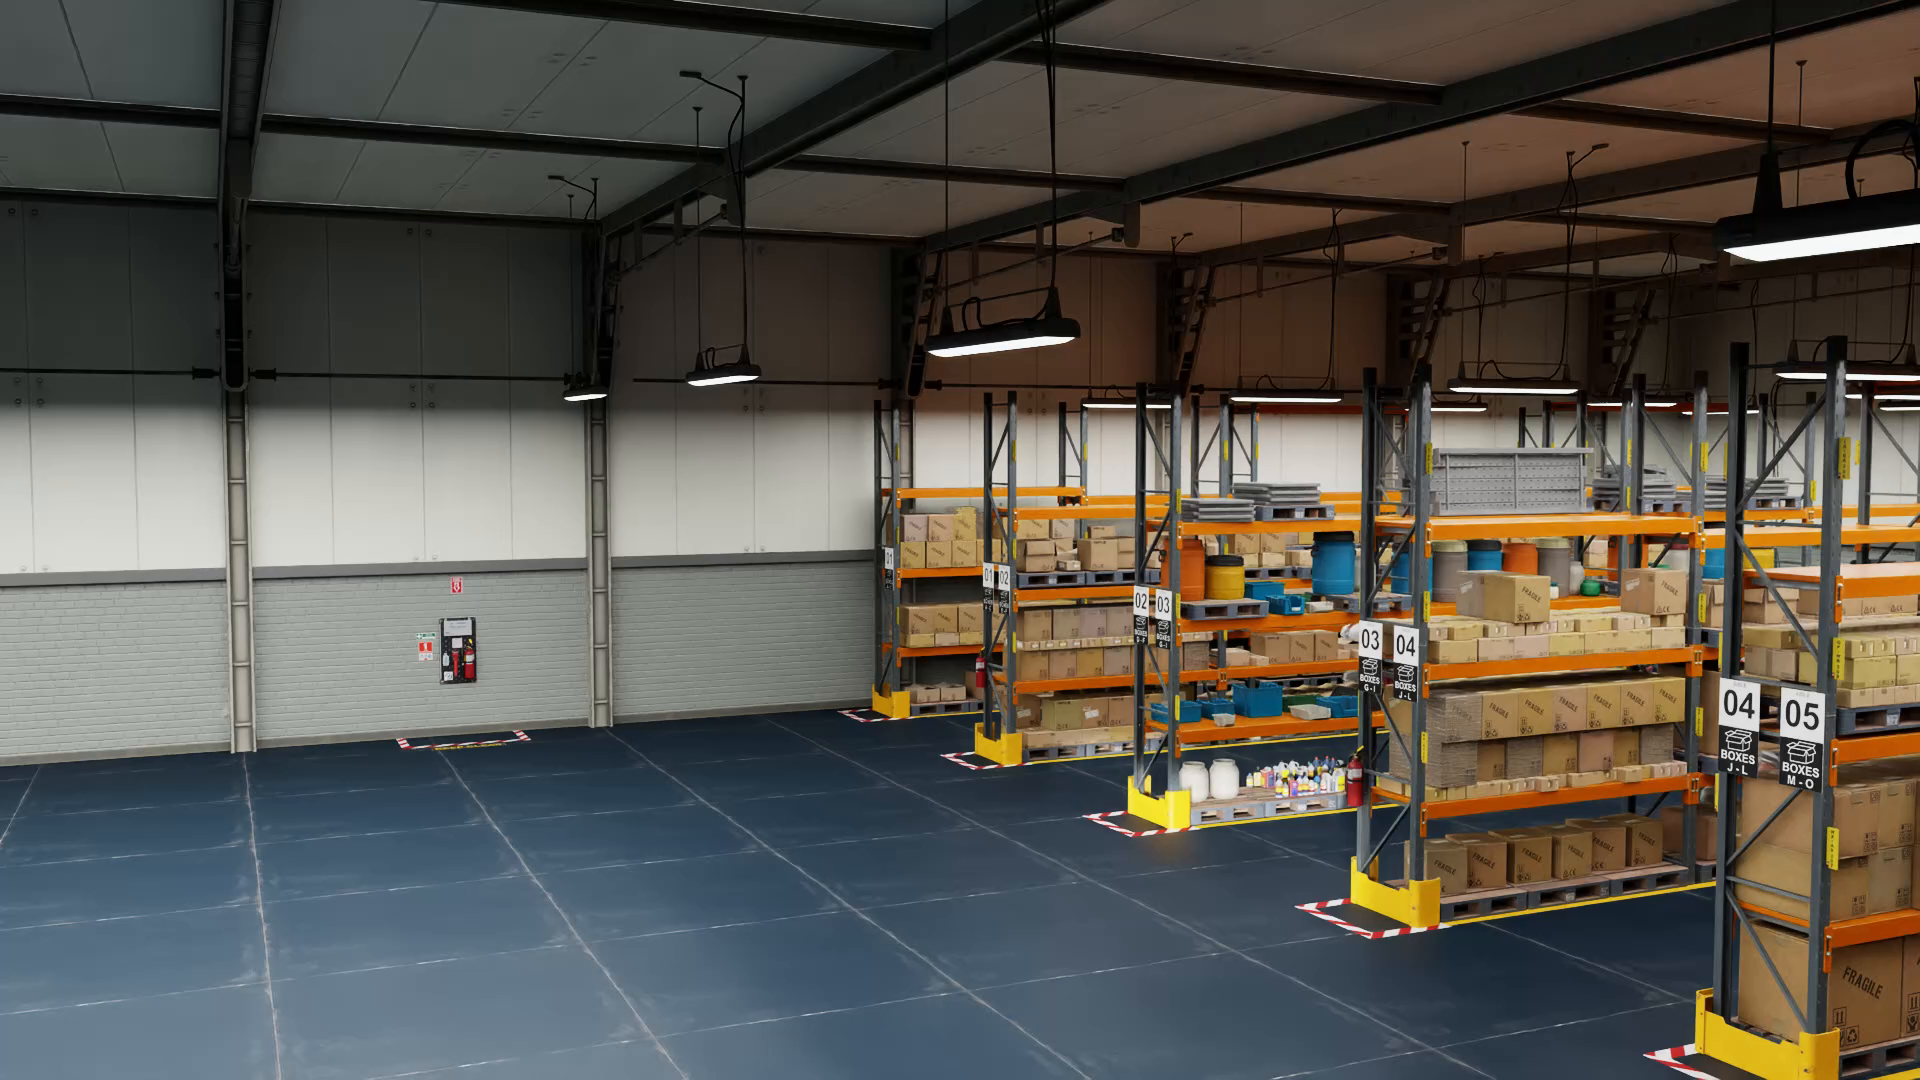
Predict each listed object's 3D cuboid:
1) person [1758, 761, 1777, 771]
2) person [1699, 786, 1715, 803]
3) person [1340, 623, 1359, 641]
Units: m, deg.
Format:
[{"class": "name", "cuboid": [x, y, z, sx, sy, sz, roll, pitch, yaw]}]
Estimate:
[{"class": "person", "cuboid": [9.131, 3.237, 18.530, 0.572, 1.716, 0.586, -1, 3, -14]}, {"class": "person", "cuboid": [10.220, 3.096, 22.616, 1.084, 1.492, 0.618, -2, 4, -27]}, {"class": "person", "cuboid": [7.884, 2.324, 33.585, 1.144, 1.726, 0.581, -2, 4, -34]}]
